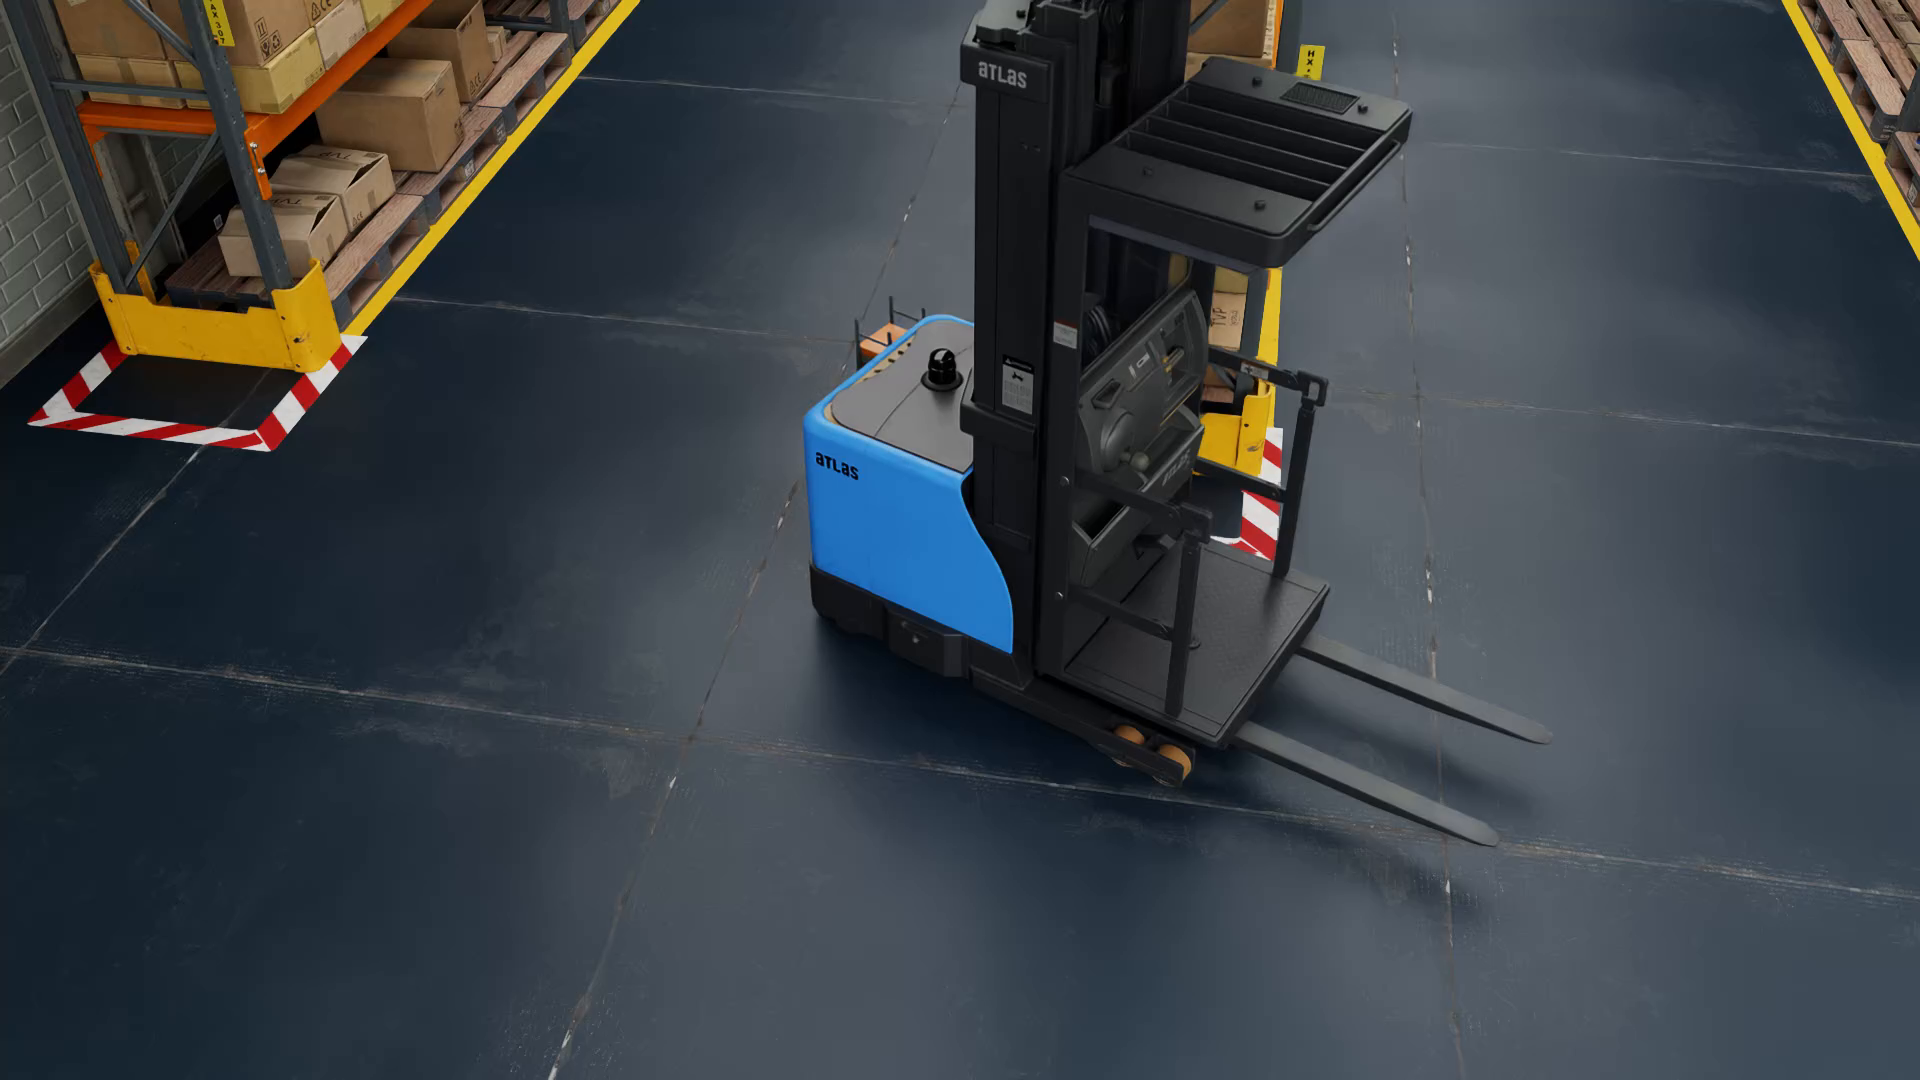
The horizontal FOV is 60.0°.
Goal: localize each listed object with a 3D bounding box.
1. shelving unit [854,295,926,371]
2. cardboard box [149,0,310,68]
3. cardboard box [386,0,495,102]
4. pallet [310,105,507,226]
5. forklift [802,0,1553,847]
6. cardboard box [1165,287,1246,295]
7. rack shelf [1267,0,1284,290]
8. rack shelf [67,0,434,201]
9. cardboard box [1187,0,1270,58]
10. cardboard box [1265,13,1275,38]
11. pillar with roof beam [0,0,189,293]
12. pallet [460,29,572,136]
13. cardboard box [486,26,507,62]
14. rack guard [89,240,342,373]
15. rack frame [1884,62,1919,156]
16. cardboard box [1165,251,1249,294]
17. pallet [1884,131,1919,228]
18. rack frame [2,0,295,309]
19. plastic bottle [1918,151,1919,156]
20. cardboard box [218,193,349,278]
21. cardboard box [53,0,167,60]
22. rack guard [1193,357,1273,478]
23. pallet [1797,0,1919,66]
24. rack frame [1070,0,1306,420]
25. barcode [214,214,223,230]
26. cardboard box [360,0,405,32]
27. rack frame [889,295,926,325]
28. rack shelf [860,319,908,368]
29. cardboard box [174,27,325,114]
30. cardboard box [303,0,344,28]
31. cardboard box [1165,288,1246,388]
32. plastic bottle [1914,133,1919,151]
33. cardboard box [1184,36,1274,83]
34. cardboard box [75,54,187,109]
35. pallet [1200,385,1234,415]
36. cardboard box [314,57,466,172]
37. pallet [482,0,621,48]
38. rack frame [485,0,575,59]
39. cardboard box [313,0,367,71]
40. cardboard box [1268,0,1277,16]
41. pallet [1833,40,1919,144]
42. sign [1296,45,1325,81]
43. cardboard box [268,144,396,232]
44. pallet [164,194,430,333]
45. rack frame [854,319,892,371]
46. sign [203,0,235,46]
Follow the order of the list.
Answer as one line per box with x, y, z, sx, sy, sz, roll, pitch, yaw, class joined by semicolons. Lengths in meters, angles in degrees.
-0.304;-0.586;7.634;0.215;1.050;0.252;25;46;27;shelving unit
-3.589;-2.667;8.135;0.500;0.500;0.500;6;40;8;cardboard box
-3.416;-3.222;10.910;0.500;0.500;0.500;4;40;4;cardboard box
-3.566;-2.404;10.492;1.003;0.211;1.213;6;40;8;pallet
0.863;-0.545;6.109;3.031;2.935;1.130;22;45;25;forklift
1.307;-1.346;8.852;0.500;0.250;0.500;6;40;8;cardboard box
1.258;-2.595;9.100;1.077;0.370;4.000;6;40;8;rack shelf
-3.621;-3.139;9.757;1.077;0.370;4.000;6;40;8;rack shelf
1.015;-2.481;7.300;0.700;0.500;0.500;7;40;8;cardboard box
1.235;-2.294;7.584;0.380;0.149;0.250;5;40;7;cardboard box
-0.458;-4.533;6.171;9.100;9.000;0.400;6;40;8;pillar with roof beam
-3.357;-3.172;11.420;1.003;0.211;1.213;6;40;8;pallet
-3.338;-3.410;11.399;0.380;0.166;0.250;2;40;2;cardboard box
-3.954;-1.246;8.864;1.175;0.500;0.348;6;40;8;rack guard
6.482;-3.579;9.725;1.000;3.000;0.127;6;40;8;rack frame
1.309;-1.635;8.613;0.500;0.500;0.500;6;40;8;cardboard box
6.325;-2.088;10.109;1.003;0.211;1.213;6;40;8;pallet
-3.968;-2.161;8.010;1.000;3.000;0.127;6;40;8;rack frame
5.978;-2.455;10.216;0.097;0.201;0.097;0;40;0;plastic bottle
-3.759;-1.719;9.240;0.500;0.311;0.500;2;40;3;cardboard box
-4.095;-2.720;8.199;0.500;0.500;0.500;6;40;7;cardboard box
0.908;-0.639;8.131;1.175;0.500;0.348;6;40;8;rack guard
6.789;-3.770;12.144;1.003;0.211;1.213;6;40;8;pallet
0.912;-1.617;7.352;1.000;3.000;0.127;6;40;8;rack frame
-4.150;-1.778;9.304;0.001;0.075;0.075;6;40;8;barcode
-3.401;-3.029;9.162;0.500;0.250;0.500;6;40;7;cardboard box
-0.232;-0.649;7.710;0.200;1.050;0.008;25;46;27;rack frame
-0.305;-0.797;7.461;0.215;0.259;0.240;25;46;27;rack shelf
-3.570;-2.382;8.380;0.500;0.250;0.500;5;40;6;cardboard box
-3.494;-2.976;8.509;0.500;0.500;0.500;7;40;8;cardboard box
1.224;-1.032;8.472;0.500;0.250;0.500;6;40;8;cardboard box
5.995;-2.546;10.271;0.097;0.271;0.097;0;40;0;plastic bottle
1.192;-2.128;7.383;0.380;0.149;0.250;6;40;7;cardboard box
-4.078;-2.426;8.432;0.500;0.250;0.500;7;40;8;cardboard box
1.003;-1.027;8.827;1.003;0.211;1.213;6;40;8;pallet
-3.484;-2.604;10.163;0.700;0.500;0.500;4;40;5;cardboard box
-3.142;-4.086;12.526;1.003;0.211;1.213;6;40;8;pallet
-3.275;-4.672;11.046;1.000;3.000;0.127;6;40;8;rack frame
-3.495;-2.710;8.776;0.500;0.250;0.500;5;40;6;cardboard box
1.280;-2.451;7.773;0.380;0.149;0.250;7;40;8;cardboard box
6.580;-3.002;11.215;1.003;0.211;1.213;6;40;8;pallet
1.458;-1.917;6.973;0.100;0.325;0.005;6;40;8;sign
-3.661;-2.077;9.673;0.500;0.311;0.500;10;41;11;cardboard box
-3.779;-1.640;9.568;1.003;0.211;1.213;6;40;8;pallet
-0.376;-0.524;7.558;0.200;1.050;0.008;25;46;27;rack frame
-3.433;-2.435;7.662;0.100;0.325;0.005;6;40;8;sign
